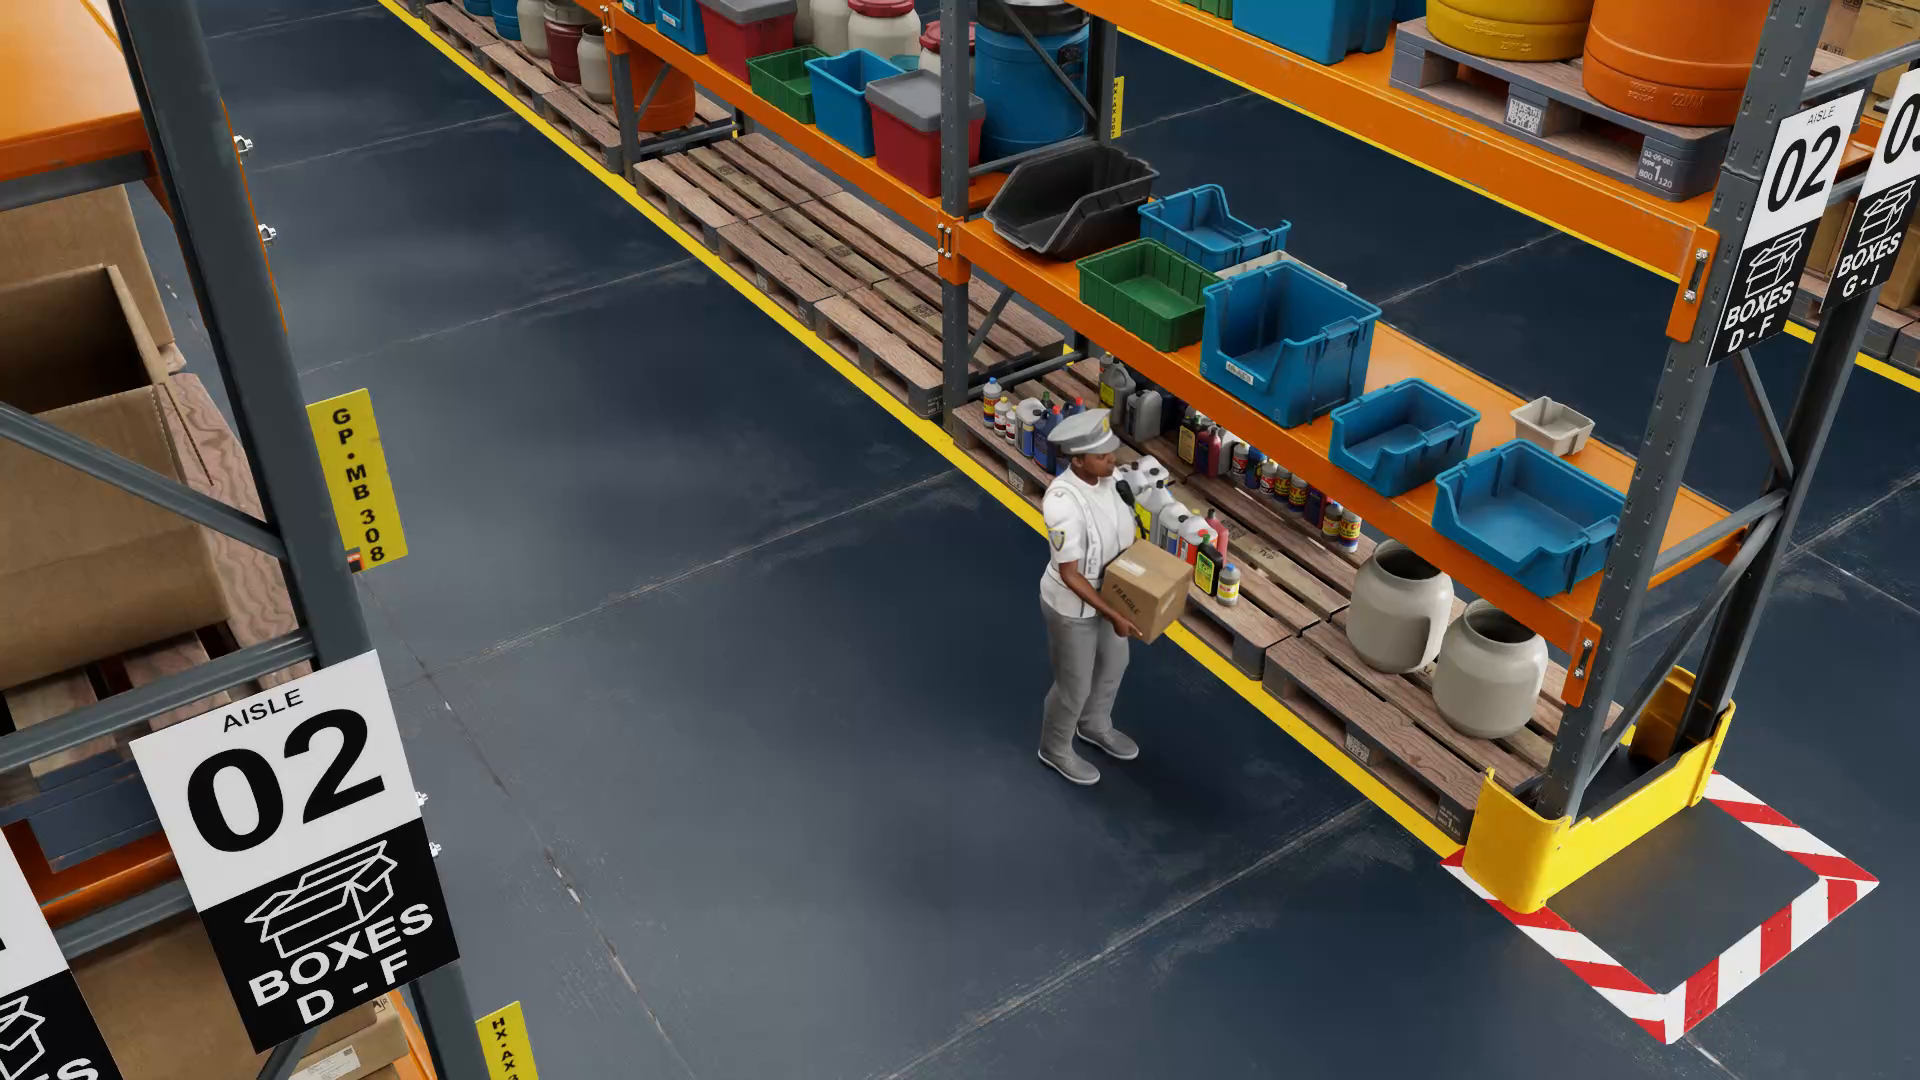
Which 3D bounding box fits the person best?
[{"bbox_3d":[0.568,0.253,6.640,0.537,1.687,0.451,25,43,29],"label":"person"}]
